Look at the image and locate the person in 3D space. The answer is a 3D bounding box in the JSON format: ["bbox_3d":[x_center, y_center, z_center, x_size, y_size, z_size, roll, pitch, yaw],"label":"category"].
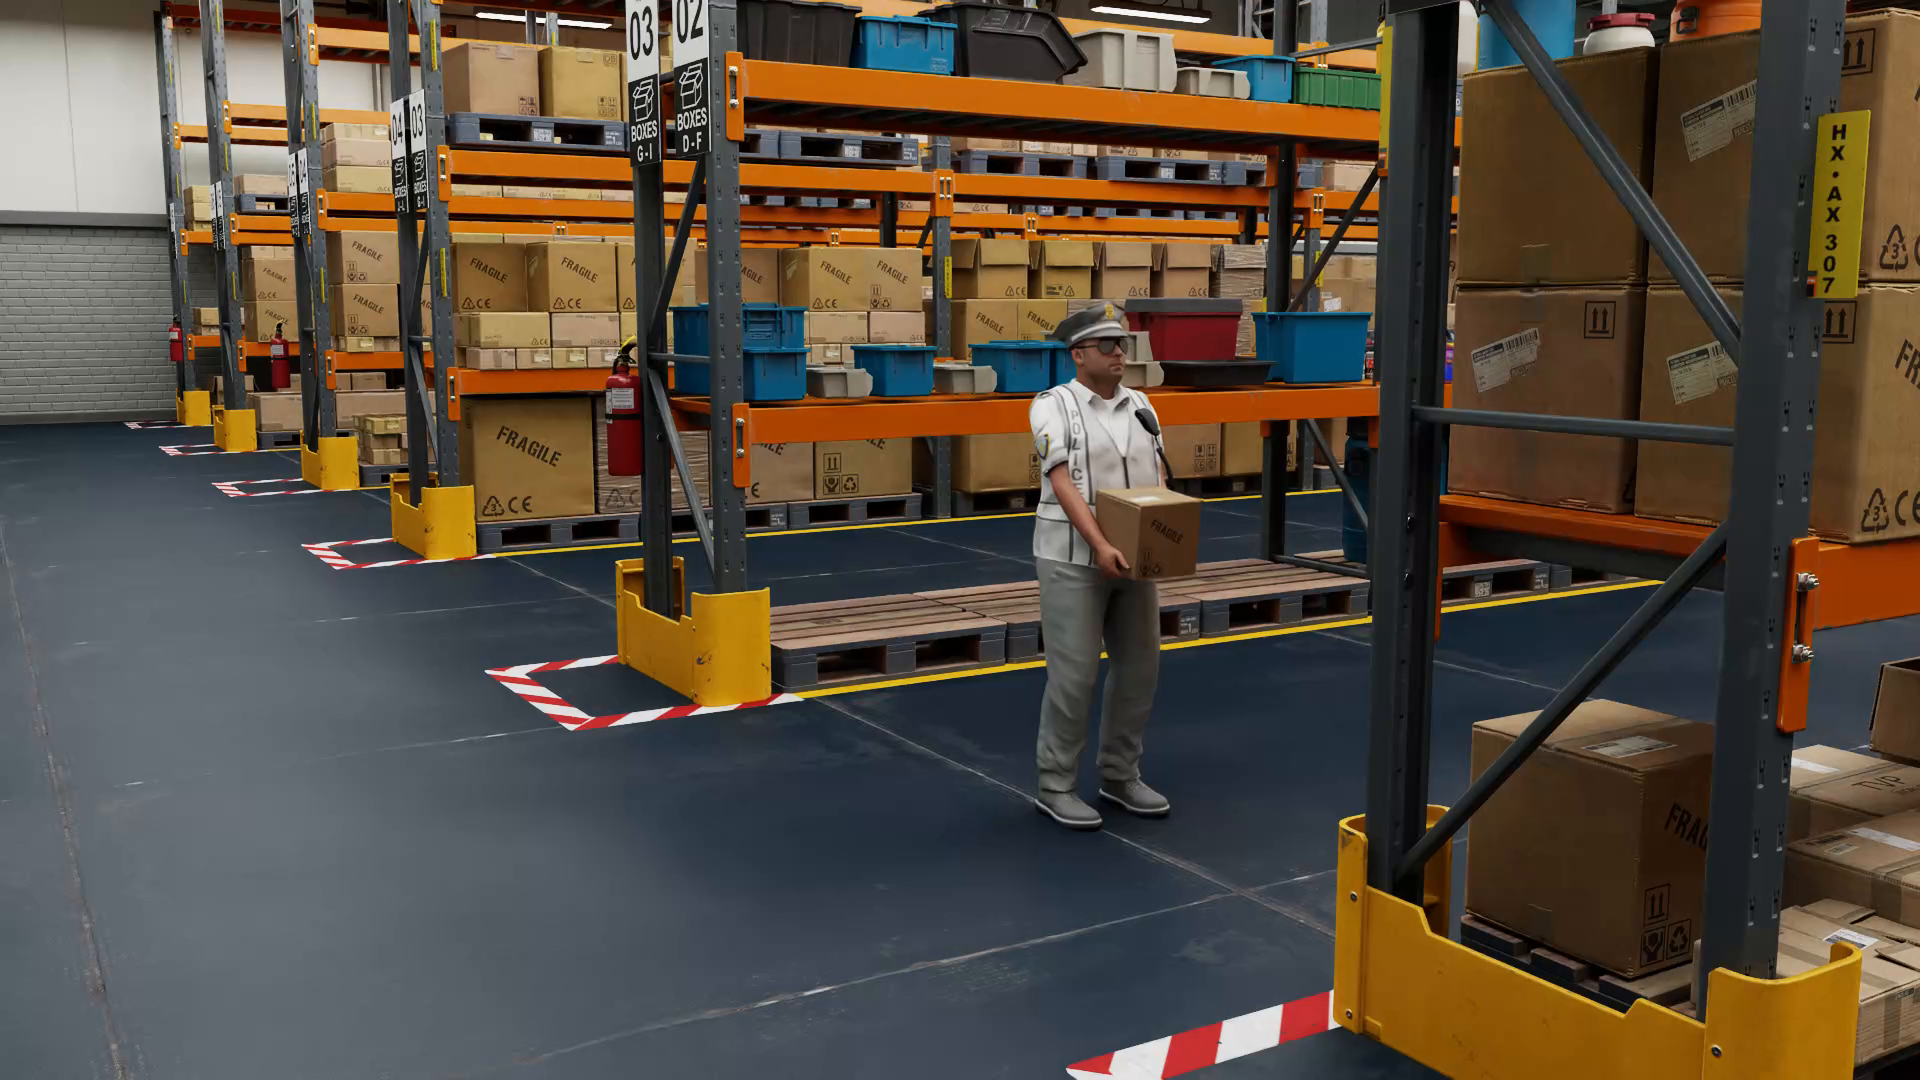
[{"bbox_3d":[0.527,0.079,5.672,0.494,1.768,0.566,-5,9,-31],"label":"person"}]
